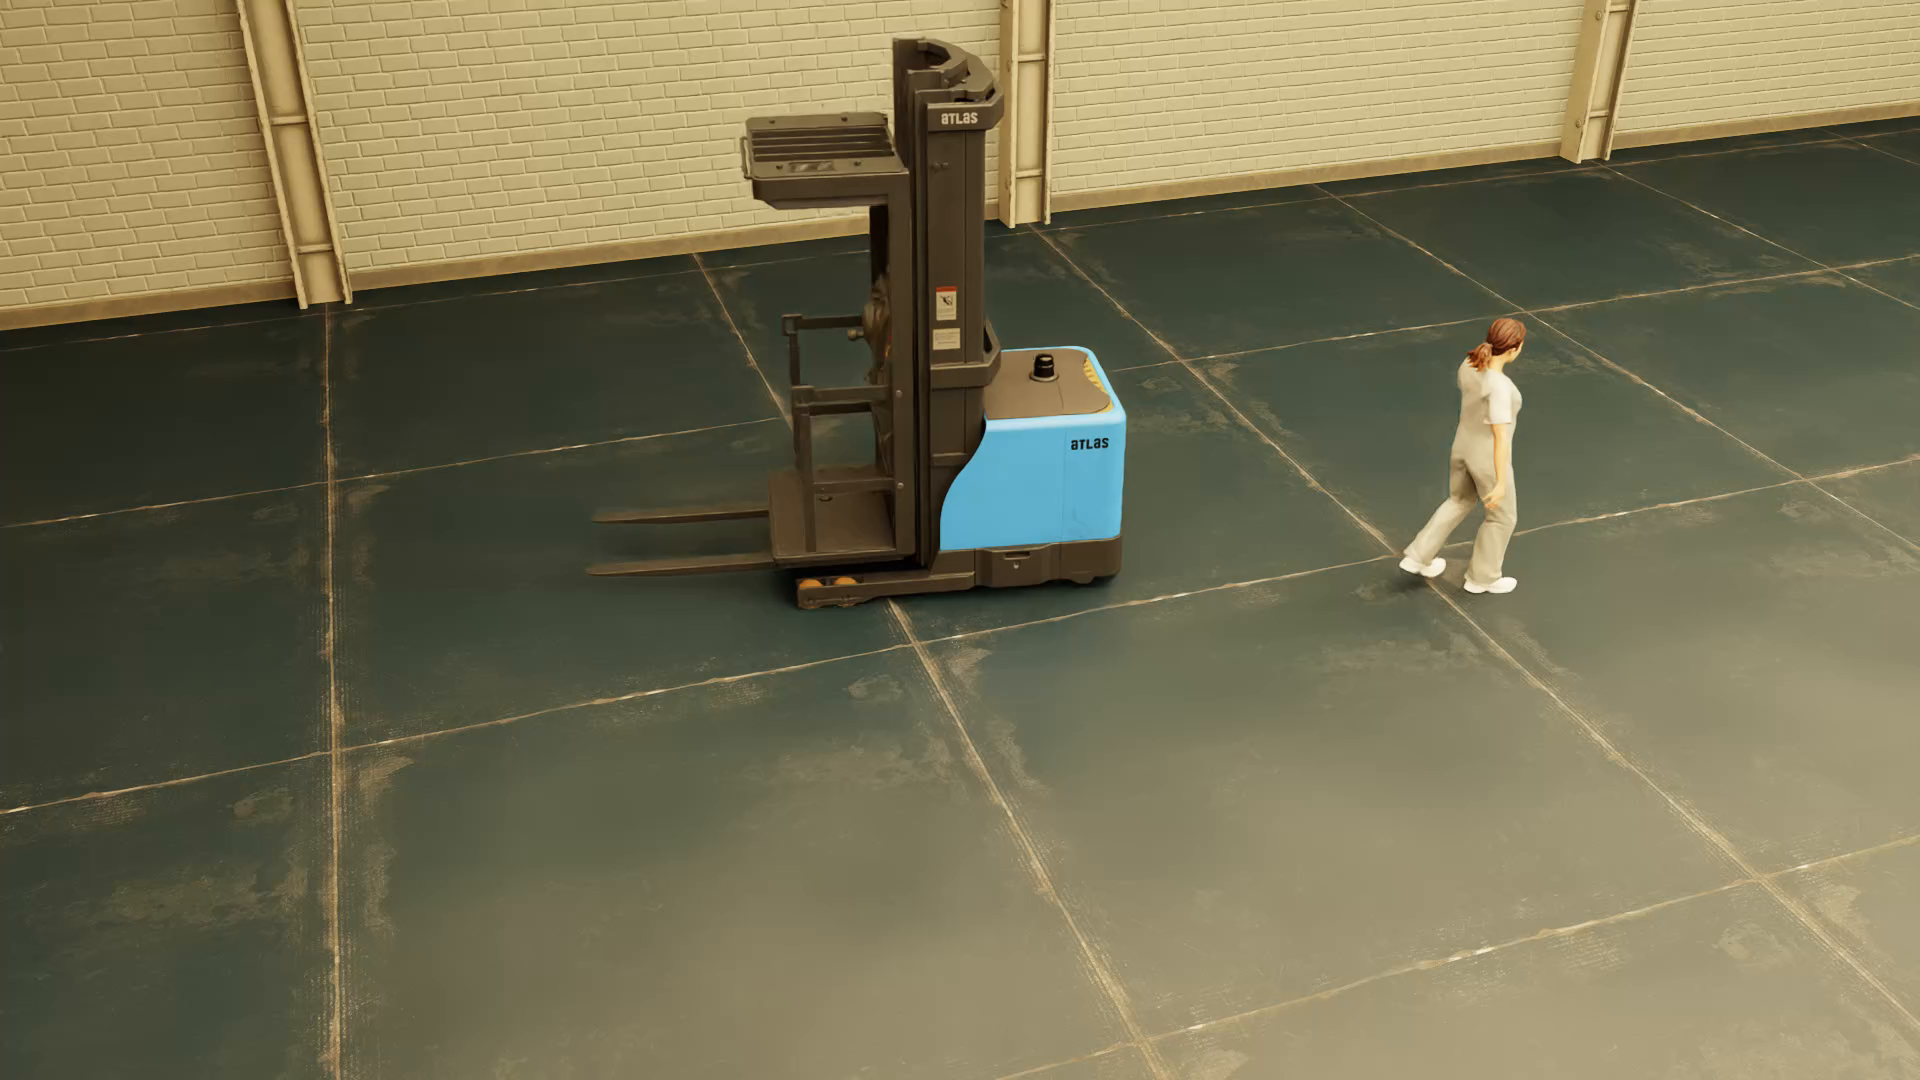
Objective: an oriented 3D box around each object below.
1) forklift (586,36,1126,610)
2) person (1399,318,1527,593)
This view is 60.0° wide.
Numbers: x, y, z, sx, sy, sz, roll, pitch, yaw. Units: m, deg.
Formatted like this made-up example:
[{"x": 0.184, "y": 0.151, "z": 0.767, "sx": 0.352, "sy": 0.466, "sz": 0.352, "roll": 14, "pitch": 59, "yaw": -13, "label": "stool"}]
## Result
[{"x": -0.632, "y": -1.161, "z": 9.104, "sx": 3.031, "sy": 2.935, "sz": 1.130, "roll": -4, "pitch": 30, "yaw": -7, "label": "forklift"}, {"x": 2.869, "y": -0.442, "z": 9.140, "sx": 0.689, "sy": 1.657, "sz": 0.780, "roll": -9, "pitch": 31, "yaw": -16, "label": "person"}]
